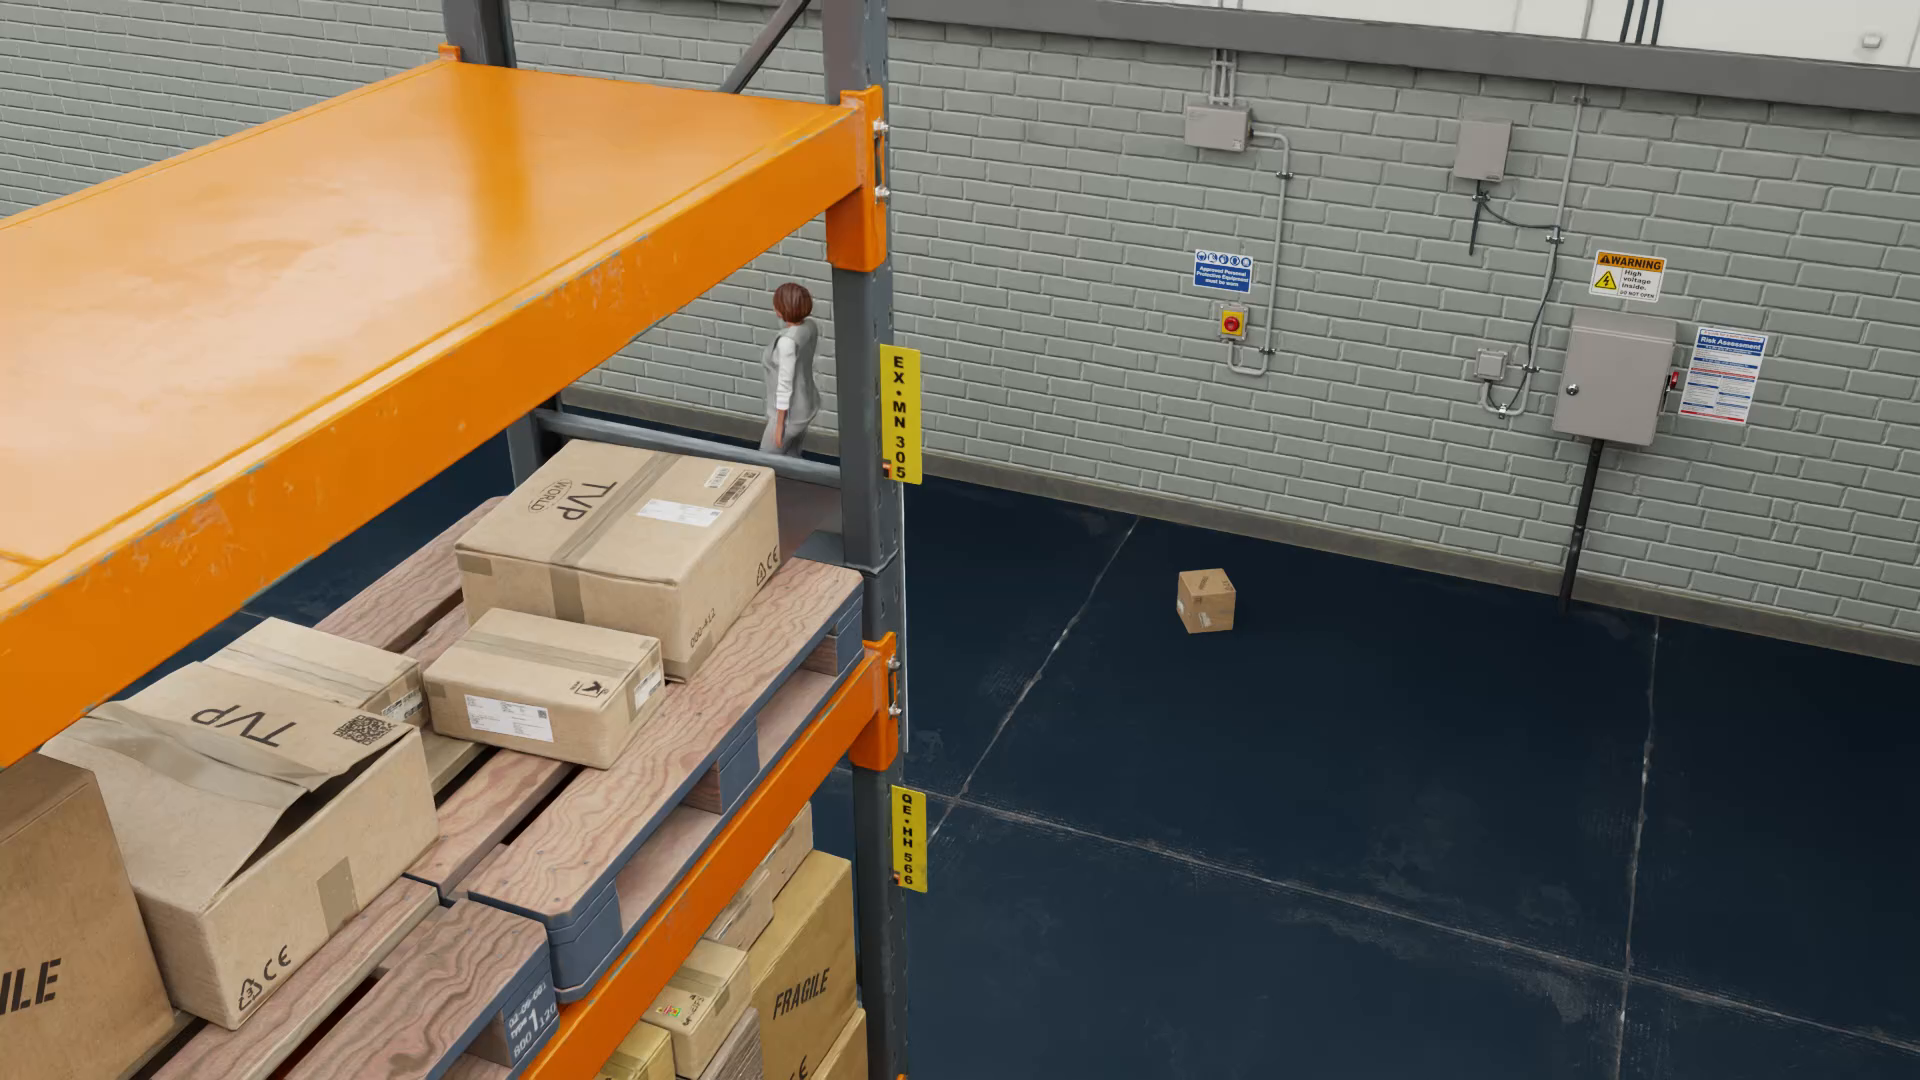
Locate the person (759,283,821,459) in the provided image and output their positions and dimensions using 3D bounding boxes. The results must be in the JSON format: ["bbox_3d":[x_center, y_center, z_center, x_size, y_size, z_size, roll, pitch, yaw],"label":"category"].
[{"bbox_3d":[-0.932,-0.725,9.608,0.487,1.573,0.434,8,31,13],"label":"person"}]
